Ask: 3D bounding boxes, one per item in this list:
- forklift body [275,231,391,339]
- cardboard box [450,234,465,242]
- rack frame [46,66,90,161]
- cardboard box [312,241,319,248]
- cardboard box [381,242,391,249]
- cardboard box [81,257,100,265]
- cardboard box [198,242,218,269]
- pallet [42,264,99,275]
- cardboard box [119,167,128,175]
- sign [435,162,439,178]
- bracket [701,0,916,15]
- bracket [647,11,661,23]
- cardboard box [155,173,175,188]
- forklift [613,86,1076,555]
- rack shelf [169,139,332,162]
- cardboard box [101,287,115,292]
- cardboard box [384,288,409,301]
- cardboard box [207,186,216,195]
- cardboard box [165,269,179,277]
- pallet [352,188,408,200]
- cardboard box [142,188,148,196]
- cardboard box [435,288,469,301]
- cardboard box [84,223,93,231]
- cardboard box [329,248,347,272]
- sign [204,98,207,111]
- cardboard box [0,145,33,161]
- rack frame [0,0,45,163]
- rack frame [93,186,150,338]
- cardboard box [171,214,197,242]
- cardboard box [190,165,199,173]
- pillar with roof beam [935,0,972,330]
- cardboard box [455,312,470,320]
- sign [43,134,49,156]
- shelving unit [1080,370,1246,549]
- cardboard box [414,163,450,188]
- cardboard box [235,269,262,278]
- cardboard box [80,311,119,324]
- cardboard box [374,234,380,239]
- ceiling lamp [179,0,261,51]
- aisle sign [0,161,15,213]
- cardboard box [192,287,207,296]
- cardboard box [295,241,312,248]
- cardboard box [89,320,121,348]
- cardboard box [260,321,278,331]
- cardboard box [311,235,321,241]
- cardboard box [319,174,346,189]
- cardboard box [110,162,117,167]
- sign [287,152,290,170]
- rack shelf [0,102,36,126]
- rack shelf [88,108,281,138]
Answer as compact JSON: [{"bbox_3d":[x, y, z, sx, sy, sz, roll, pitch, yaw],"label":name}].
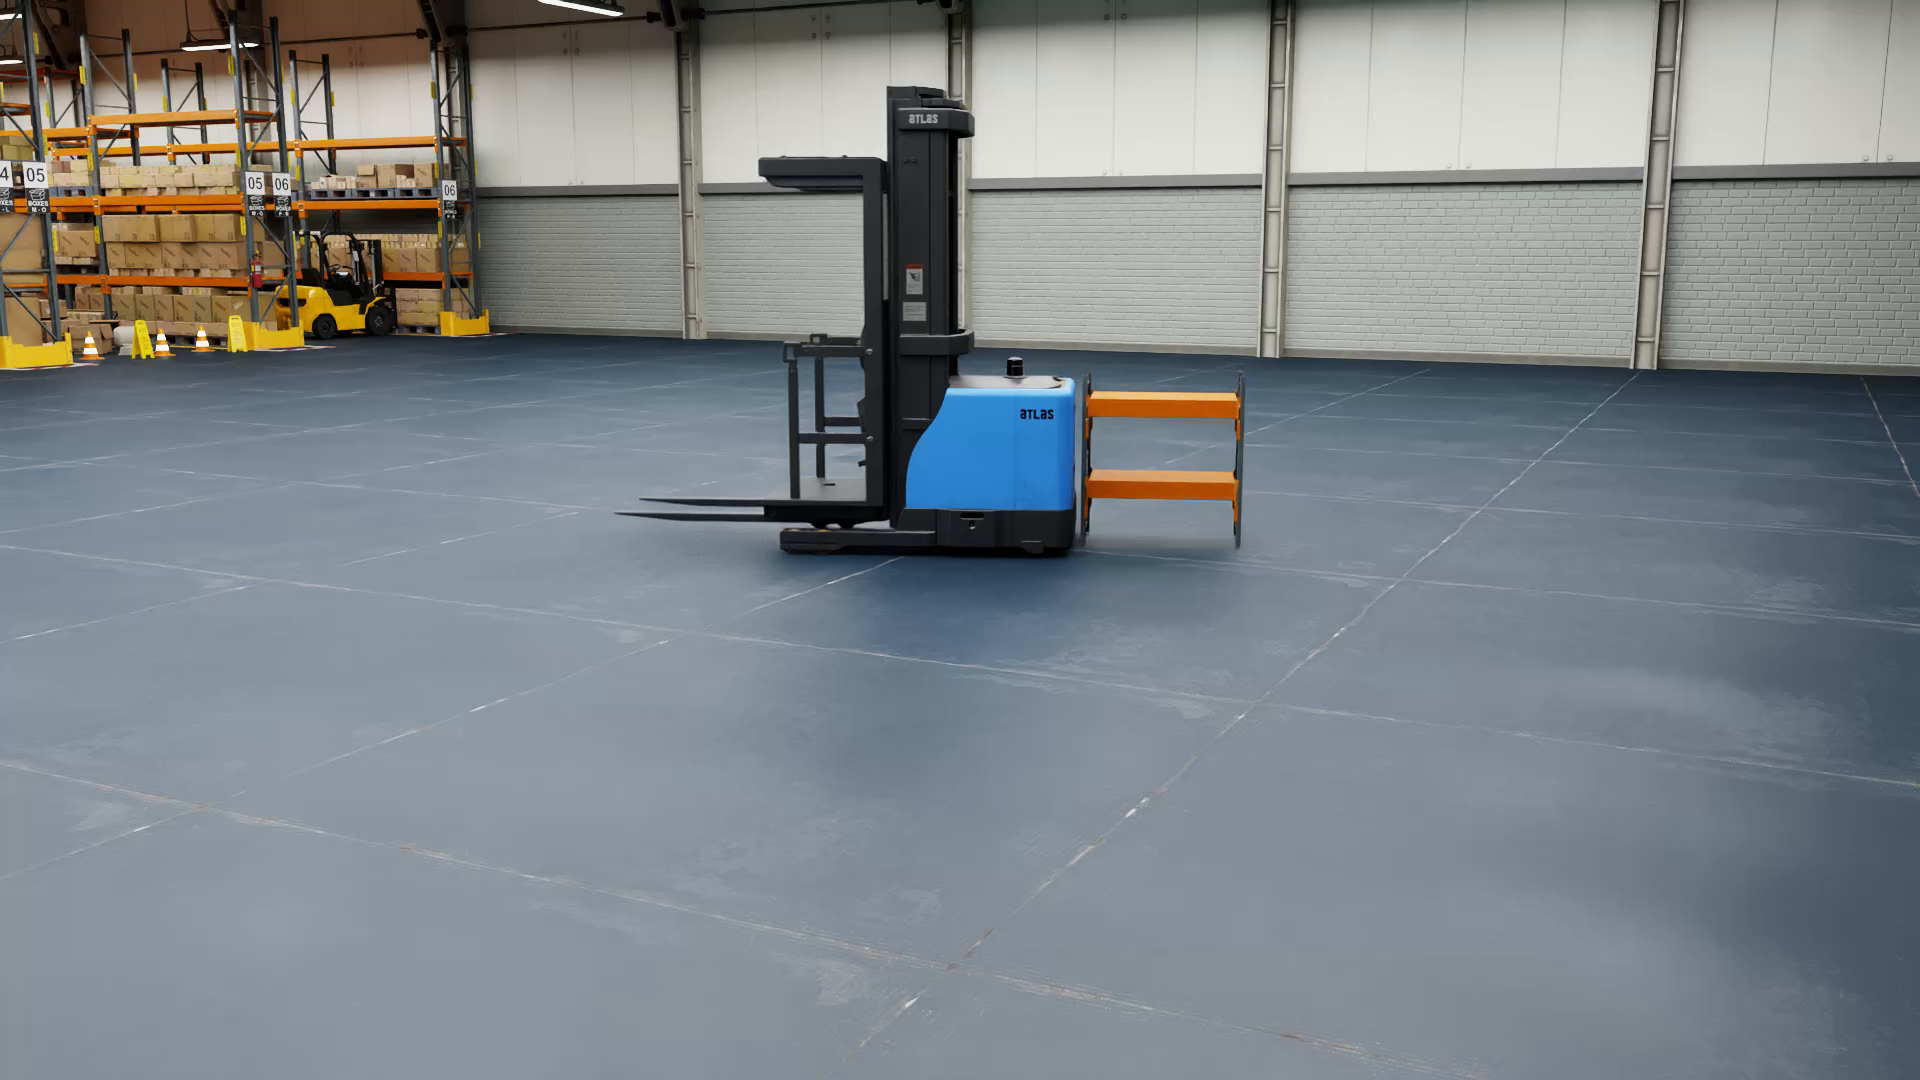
[{"bbox_3d":[-13.067,-5.301,34.480,1.214,2.155,2.313,5,11,26],"label":"forklift body"},{"bbox_3d":[-10.766,-6.436,35.430,0.250,0.149,0.380,5,11,25],"label":"cardboard box"},{"bbox_3d":[-21.321,-9.758,39.879,0.127,3.000,1.000,5,11,26],"label":"rack frame"},{"bbox_3d":[-13.977,-6.477,36.492,0.250,0.149,0.380,5,11,25],"label":"cardboard box"},{"bbox_3d":[-12.156,-6.309,35.562,0.250,0.149,0.380,5,11,26],"label":"cardboard box"},{"bbox_3d":[-16.923,-5.462,32.513,0.250,0.149,0.380,5,11,27],"label":"cardboard box"},{"bbox_3d":[-13.808,-5.302,30.986,0.500,0.500,0.500,5,11,26],"label":"cardboard box"},{"bbox_3d":[-18.134,-5.454,33.481,1.213,0.211,1.003,5,11,26],"label":"pallet"},{"bbox_3d":[-15.723,-7.012,31.597,0.250,0.149,0.380,5,11,24],"label":"cardboard box"},{"bbox_3d":[-10.812,-7.648,34.377,0.005,0.325,0.100,5,11,26],"label":"sign"},{"bbox_3d":[-2.864,-10.016,31.196,4.783,0.066,0.076,5,11,26],"label":"bracket"},{"bbox_3d":[-5.934,-10.286,32.687,0.430,0.232,0.235,5,11,26],"label":"bracket"},{"bbox_3d":[-14.703,-6.733,31.171,0.500,0.250,0.500,5,11,26],"label":"cardboard box"},{"bbox_3d":[-0.752,-1.437,10.941,3.031,2.935,1.130,1,10,5],"label":"forklift"},{"bbox_3d":[-15.940,-8.734,37.366,4.000,0.370,1.077,5,11,26],"label":"rack shelf"},{"bbox_3d":[-20.347,-5.984,39.888,0.250,0.149,0.380,5,11,25],"label":"cardboard box"},{"bbox_3d":[-12.028,-5.270,35.660,0.500,0.250,0.500,5,11,27],"label":"cardboard box"},{"bbox_3d":[-13.657,-6.444,30.695,0.250,0.149,0.380,5,12,28],"label":"cardboard box"},{"bbox_3d":[-14.818,-5.065,31.500,0.250,0.149,0.380,5,11,26],"label":"cardboard box"},{"bbox_3d":[-12.280,-7.449,35.790,1.213,0.211,1.003,5,11,26],"label":"pallet"},{"bbox_3d":[-15.246,-6.591,31.507,0.250,0.149,0.380,5,11,24],"label":"cardboard box"},{"bbox_3d":[-10.907,-5.274,35.683,0.500,0.250,0.500,5,11,25],"label":"cardboard box"},{"bbox_3d":[-17.625,-6.267,33.316,0.250,0.149,0.380,6,12,29],"label":"cardboard box"},{"bbox_3d":[-13.390,-6.110,36.285,0.500,0.500,0.500,5,12,27],"label":"cardboard box"},{"bbox_3d":[-17.492,-10.069,38.531,0.005,0.325,0.100,5,11,26],"label":"sign"},{"bbox_3d":[-15.171,-6.152,26.504,0.500,0.250,0.500,5,11,26],"label":"cardboard box"},{"bbox_3d":[-14.852,-7.221,25.860,0.127,3.000,1.000,5,11,26],"label":"rack frame"},{"bbox_3d":[-16.340,-5.383,32.548,0.127,3.000,1.000,5,11,26],"label":"rack frame"},{"bbox_3d":[-14.261,-5.825,31.070,0.500,0.500,0.700,5,11,25],"label":"cardboard box"},{"bbox_3d":[-14.059,-6.884,30.887,0.250,0.149,0.380,5,11,26],"label":"cardboard box"},{"bbox_3d":[-1.929,-7.378,26.729,0.548,9.000,9.100,5,11,26],"label":"pillar with roof beam"},{"bbox_3d":[-10.914,-4.784,35.782,0.500,0.250,0.500,5,11,26],"label":"cardboard box"},{"bbox_3d":[-14.601,-6.302,26.529,0.005,0.325,0.100,5,11,26],"label":"sign"},{"bbox_3d":[1.353,-0.552,11.121,1.048,1.125,0.538,1,10,7],"label":"shelving unit"},{"bbox_3d":[-11.064,-7.637,34.844,0.500,0.500,0.500,5,12,28],"label":"cardboard box"},{"bbox_3d":[-13.183,-4.939,30.803,0.250,0.149,0.380,5,12,28],"label":"cardboard box"},{"bbox_3d":[-16.811,-4.337,32.971,0.625,0.372,0.950,5,11,27],"label":"cardboard box"},{"bbox_3d":[-12.352,-6.490,35.728,0.250,0.149,0.380,5,11,27],"label":"cardboard box"},{"bbox_3d":[-14.995,-11.638,33.876,2.000,3.185,0.800,5,11,26],"label":"ceiling lamp"},{"bbox_3d":[-14.921,-5.495,25.867,0.004,0.787,0.394,5,11,26],"label":"aisle sign"},{"bbox_3d":[-14.169,-4.669,31.221,0.250,0.149,0.380,5,12,27],"label":"cardboard box"},{"bbox_3d":[-14.551,-6.535,36.816,0.250,0.149,0.380,5,12,28],"label":"cardboard box"},{"bbox_3d":[-15.981,-3.852,31.103,0.500,0.500,0.500,-4,11,-23],"label":"cardboard box"},{"bbox_3d":[-13.354,-4.029,31.609,0.500,0.250,0.500,5,11,25],"label":"cardboard box"},{"bbox_3d":[-13.992,-6.618,36.436,0.250,0.149,0.380,5,12,27],"label":"cardboard box"},{"bbox_3d":[-13.509,-7.759,36.047,0.500,0.311,0.500,5,12,27],"label":"cardboard box"},{"bbox_3d":[-17.138,-7.385,33.029,0.500,0.250,0.500,5,11,25],"label":"cardboard box"},{"bbox_3d":[-12.513,-7.060,30.940,0.005,0.325,0.100,5,11,26],"label":"sign"},{"bbox_3d":[-16.646,-6.828,26.830,4.000,0.370,1.077,5,11,26],"label":"rack shelf"},{"bbox_3d":[-14.546,-7.821,31.207,4.000,0.370,1.077,5,11,26],"label":"rack shelf"}]
